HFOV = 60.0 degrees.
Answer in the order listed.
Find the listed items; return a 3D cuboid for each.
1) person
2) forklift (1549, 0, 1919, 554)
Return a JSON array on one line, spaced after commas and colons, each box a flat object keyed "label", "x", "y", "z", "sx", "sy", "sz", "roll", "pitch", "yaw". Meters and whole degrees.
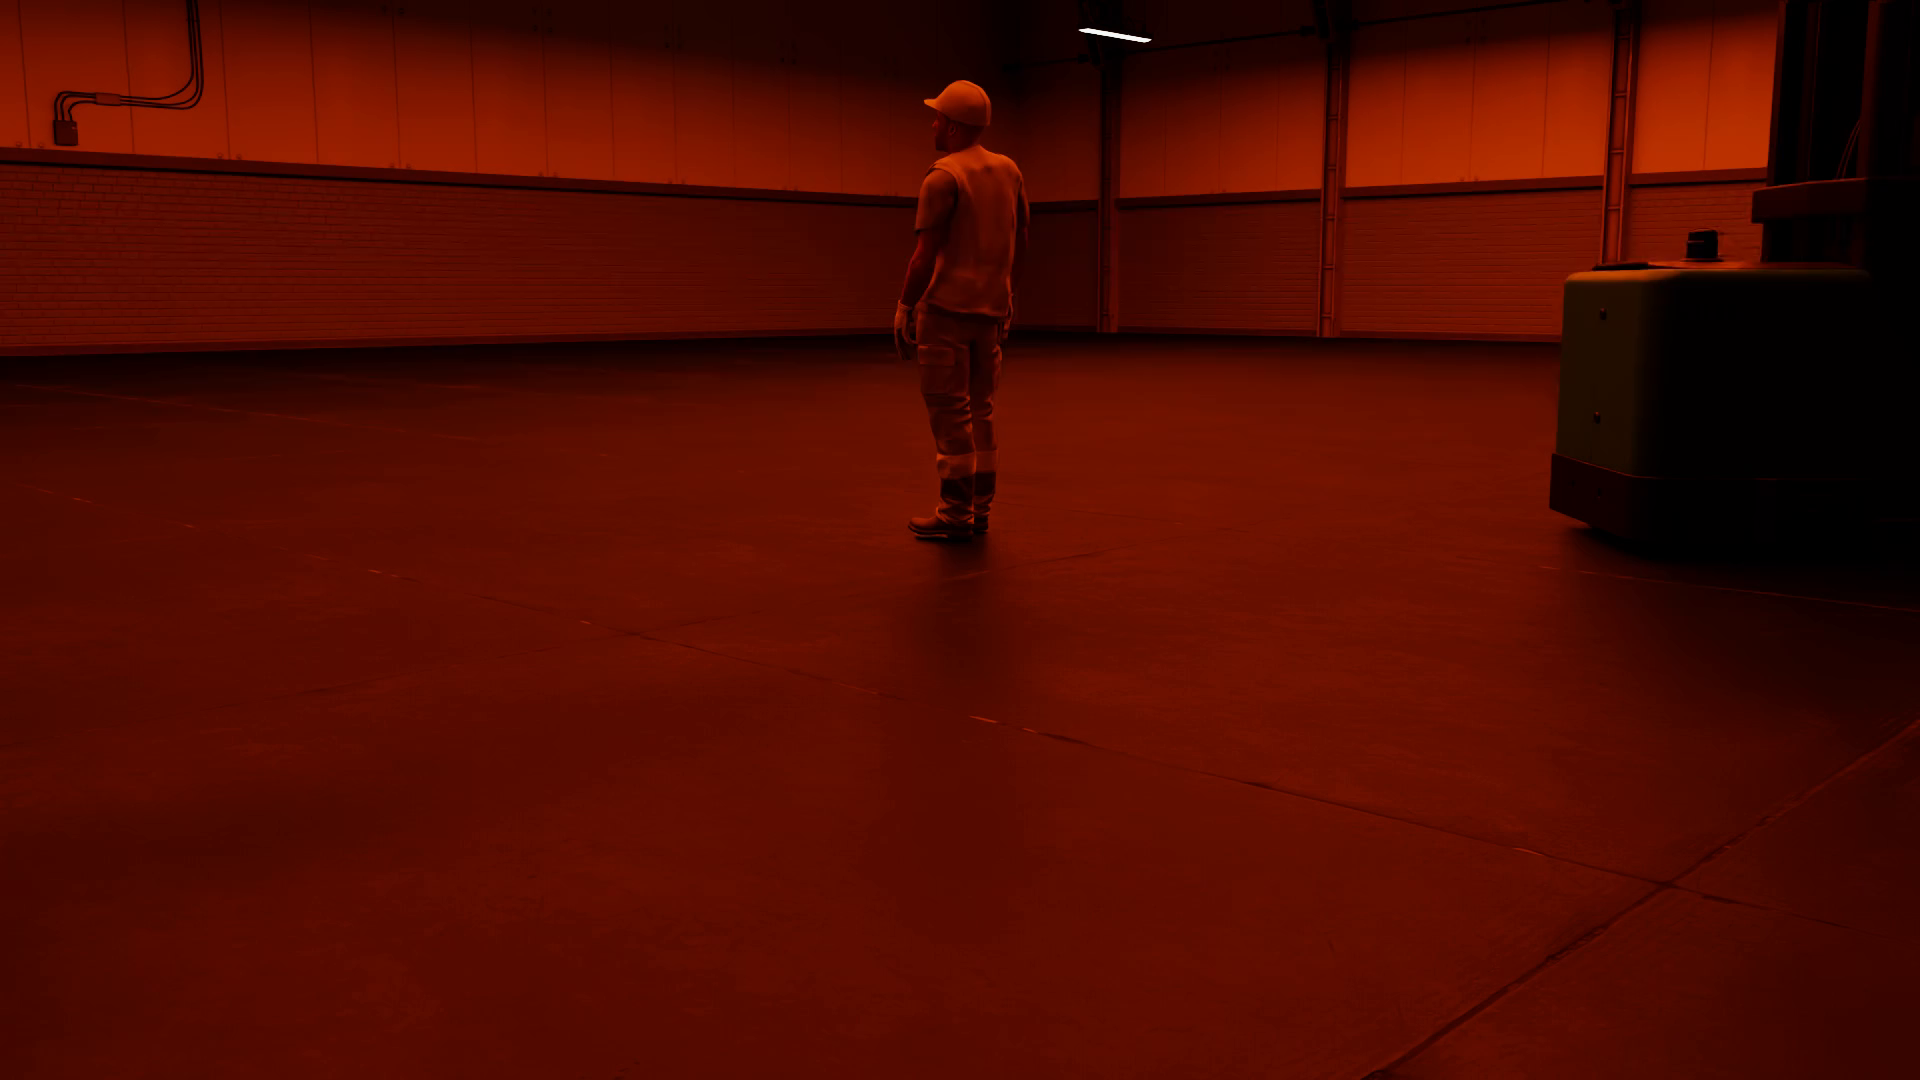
[{"label": "person", "x": -0.049, "y": -0.902, "z": 6.647, "sx": 0.564, "sy": 1.787, "sz": 0.637, "roll": 8, "pitch": 12, "yaw": 43}, {"label": "forklift", "x": 4.029, "y": -1.442, "z": 6.453, "sx": 3.031, "sy": 2.935, "sz": 1.130, "roll": 0, "pitch": 9, "yaw": 1}]
